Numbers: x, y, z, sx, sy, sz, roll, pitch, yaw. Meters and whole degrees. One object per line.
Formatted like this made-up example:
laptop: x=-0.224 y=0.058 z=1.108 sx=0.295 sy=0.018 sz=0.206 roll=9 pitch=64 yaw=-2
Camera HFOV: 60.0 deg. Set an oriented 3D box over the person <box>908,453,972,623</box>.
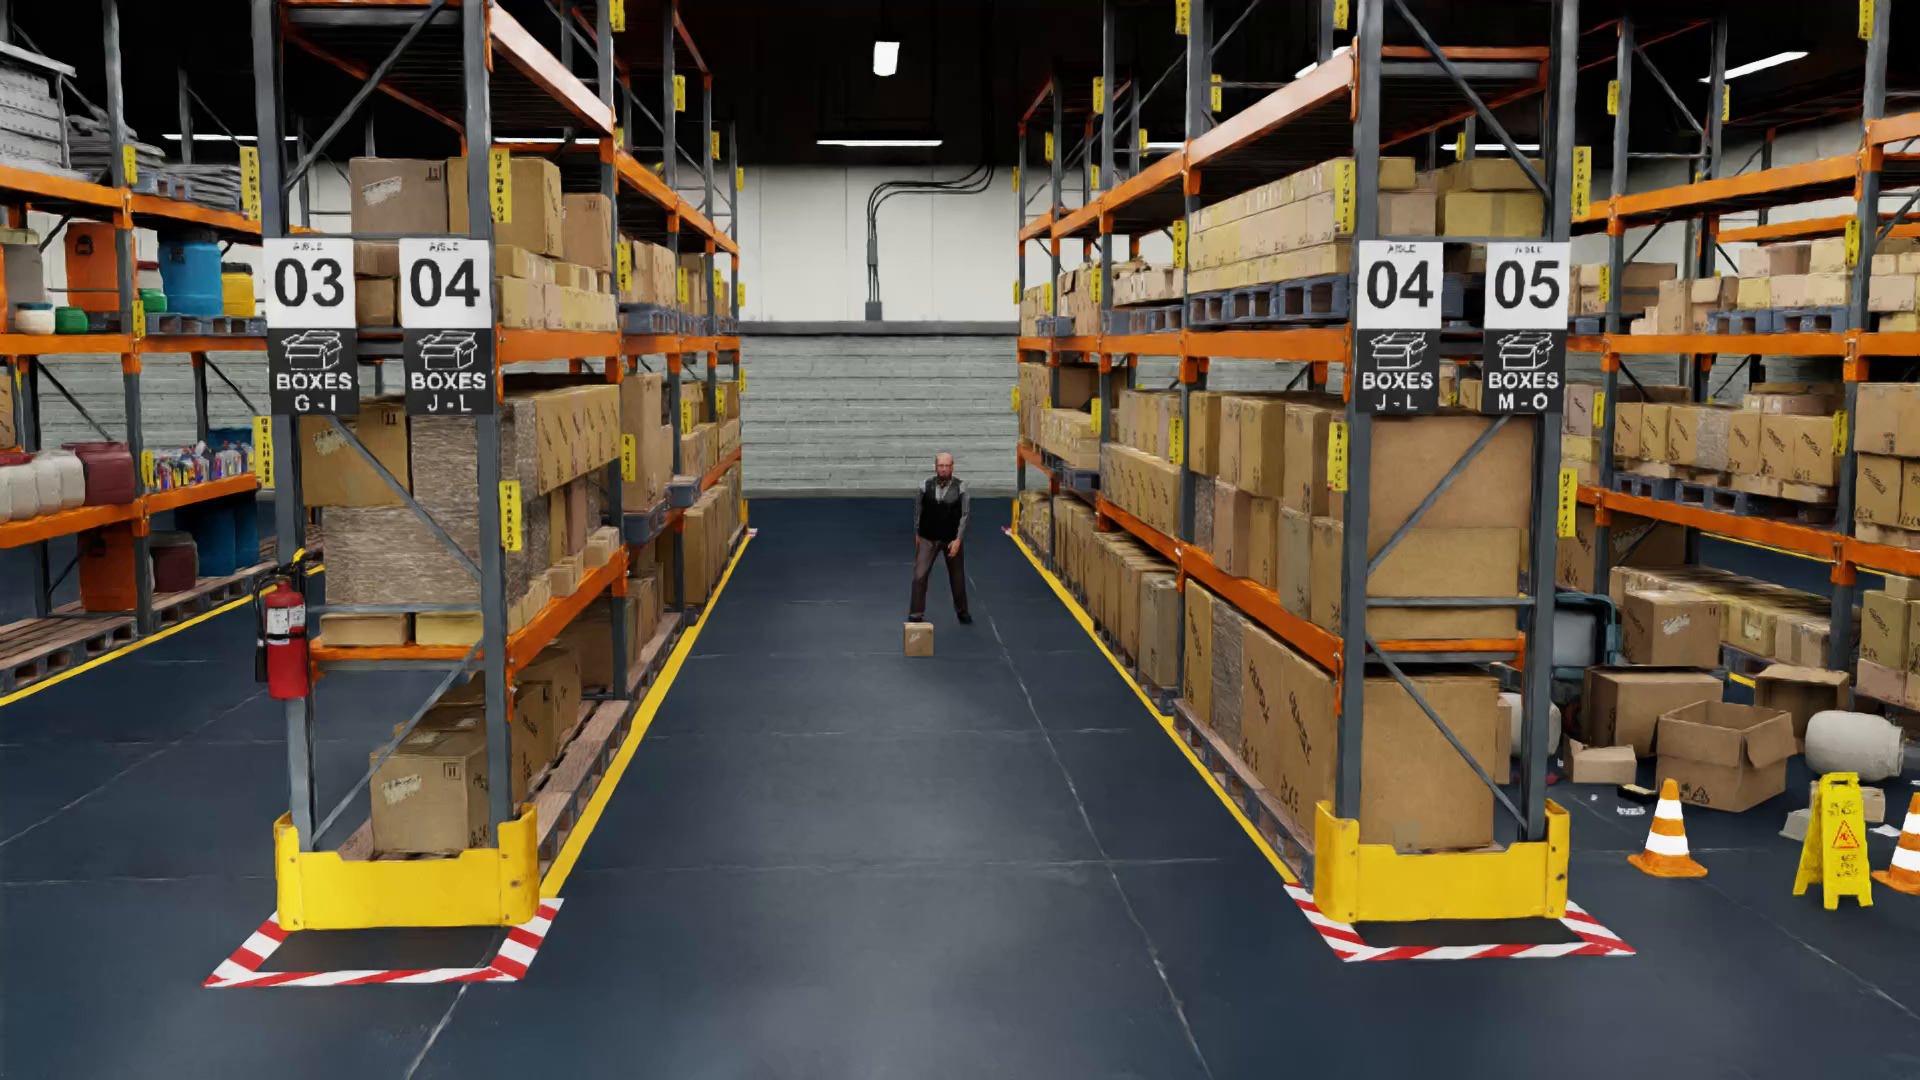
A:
person: x=-0.195 y=-0.001 z=15.986 sx=0.599 sy=1.687 sz=0.800 roll=1 pitch=7 yaw=6
